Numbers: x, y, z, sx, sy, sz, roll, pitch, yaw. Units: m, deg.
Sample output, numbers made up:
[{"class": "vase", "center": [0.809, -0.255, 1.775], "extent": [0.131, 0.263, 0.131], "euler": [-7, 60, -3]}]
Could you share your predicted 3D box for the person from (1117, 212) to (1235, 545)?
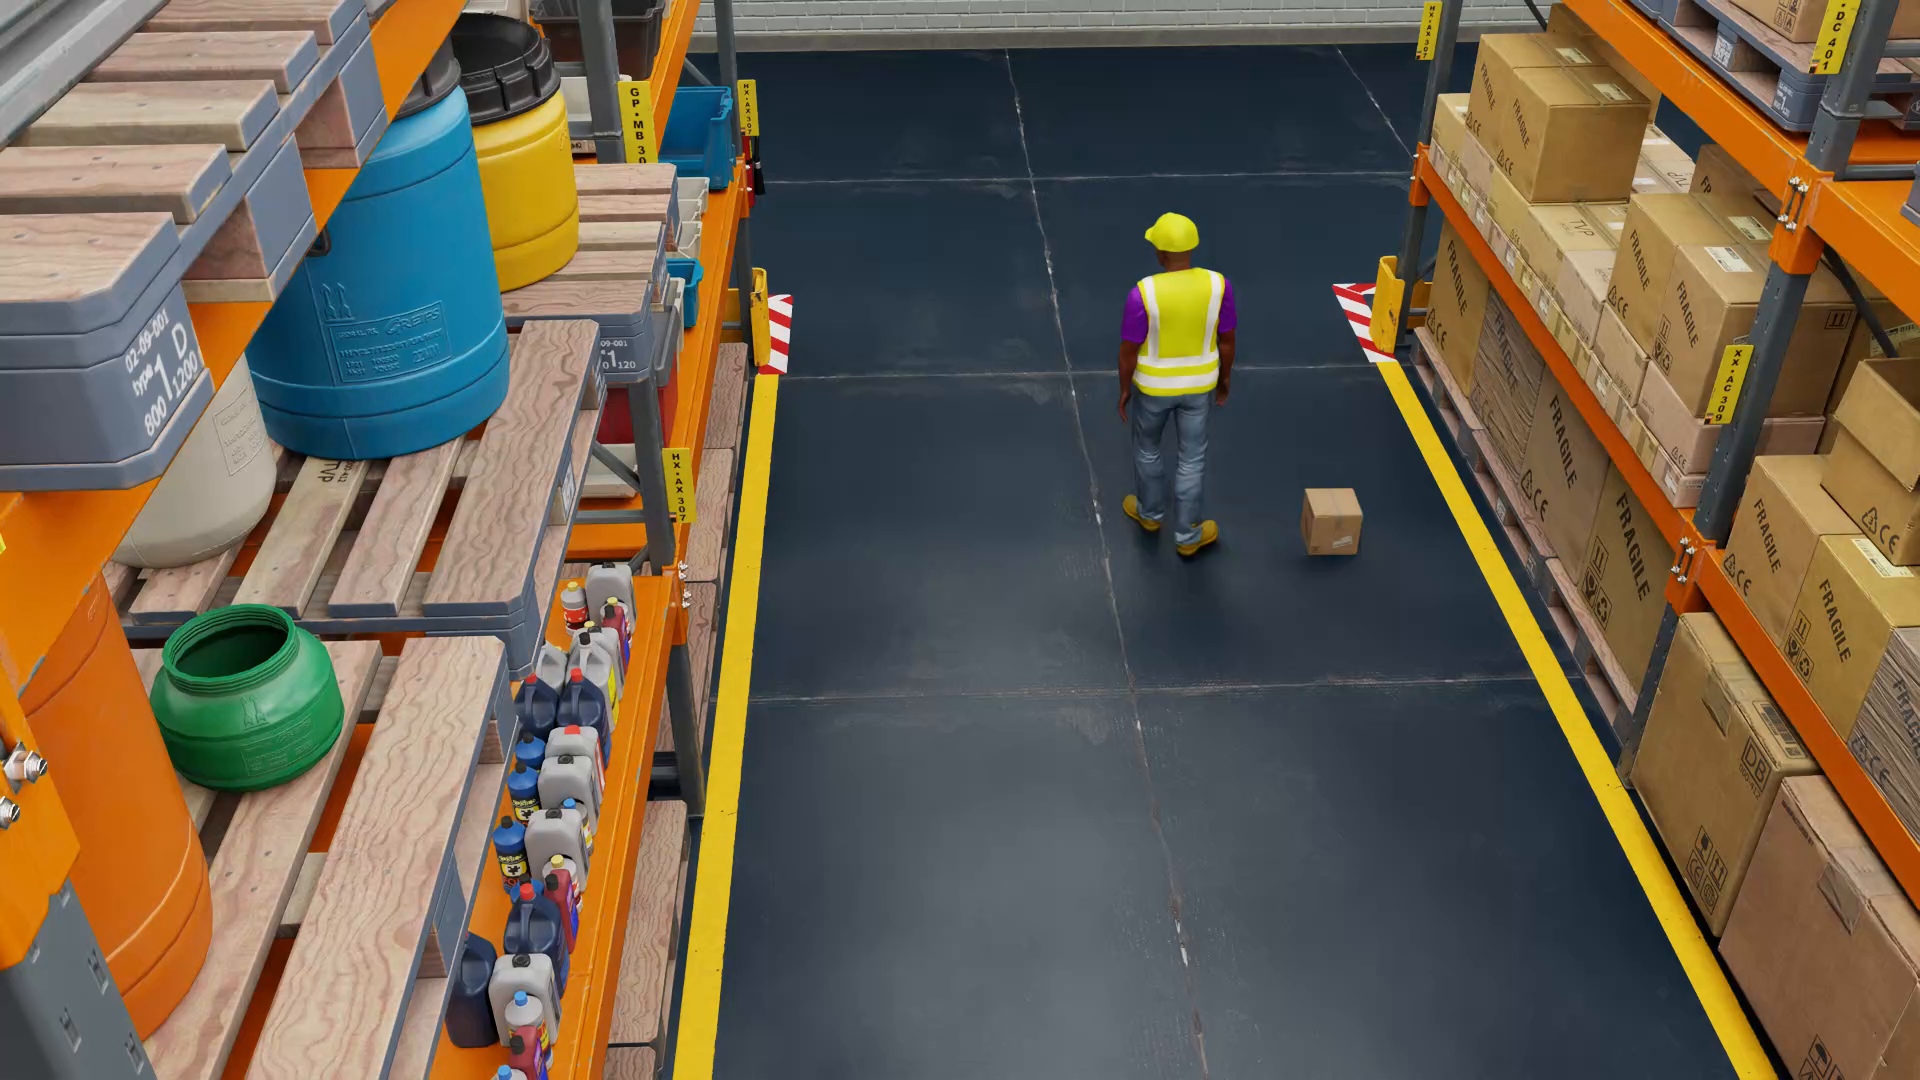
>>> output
[{"class": "person", "center": [1.067, -0.780, 8.237], "extent": [0.590, 1.698, 0.517], "euler": [-2, 35, -3]}]
